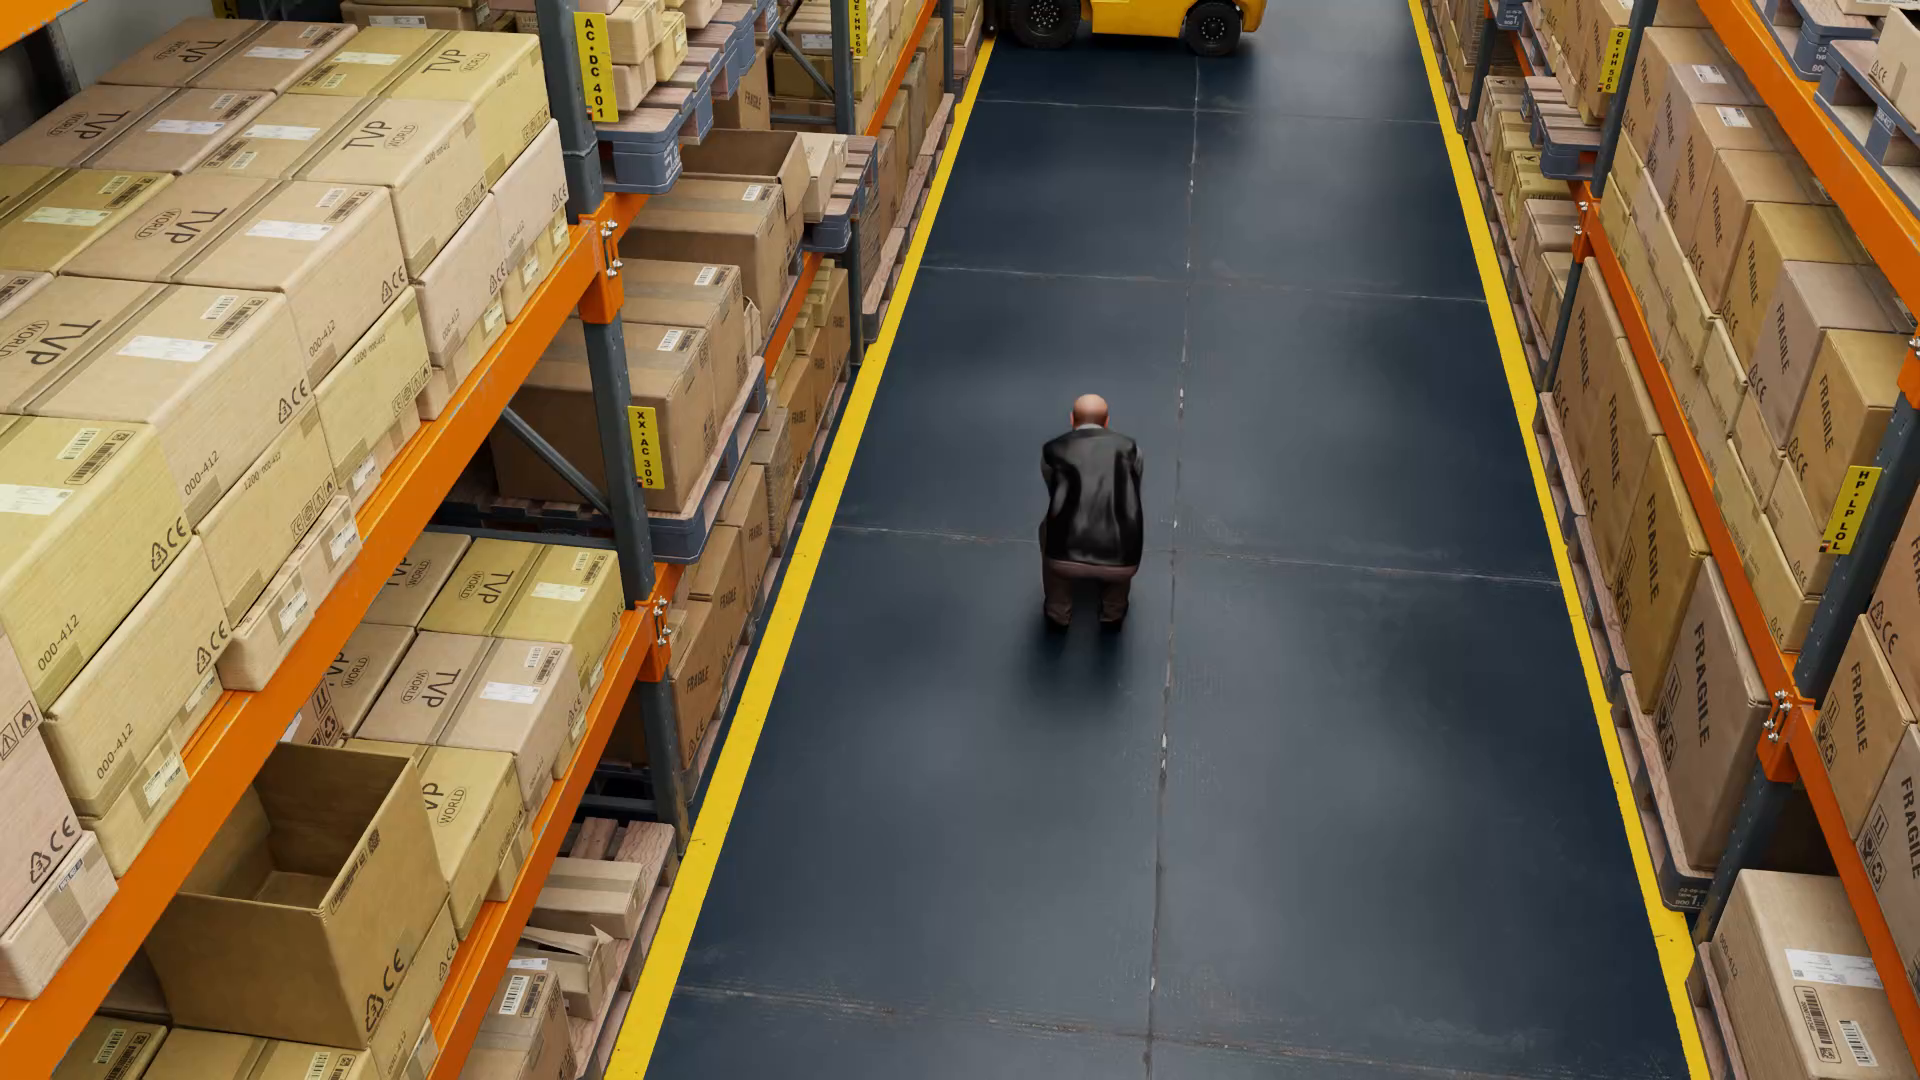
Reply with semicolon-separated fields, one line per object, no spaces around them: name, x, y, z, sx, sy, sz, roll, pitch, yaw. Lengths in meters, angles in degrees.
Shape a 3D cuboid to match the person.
person;0.615;-0.077;7.824;0.501;0.963;0.868;3;36;5
